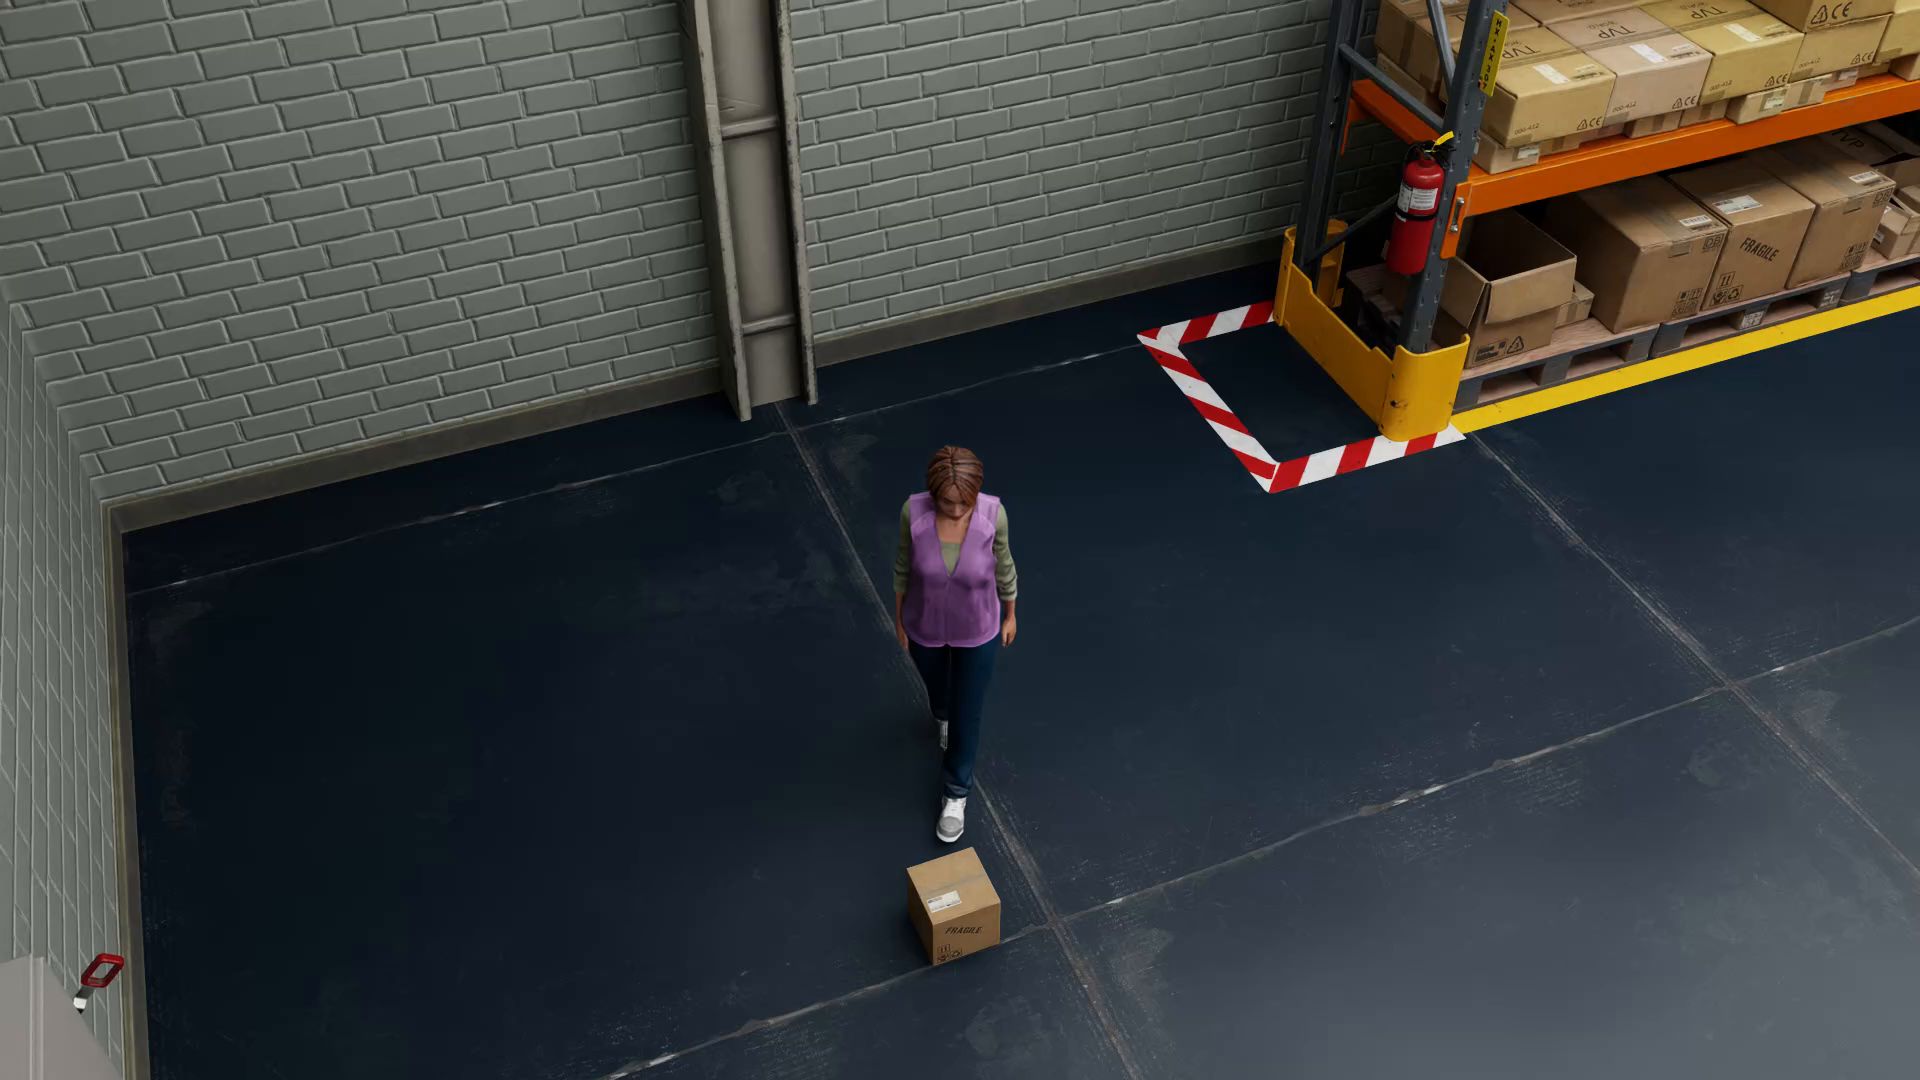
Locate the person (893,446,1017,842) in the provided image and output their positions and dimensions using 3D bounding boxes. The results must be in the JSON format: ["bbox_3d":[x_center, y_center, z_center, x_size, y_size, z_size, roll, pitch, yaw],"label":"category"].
[{"bbox_3d":[-0.022,0.320,5.811,0.428,1.585,0.694,4,42,4],"label":"person"}]
